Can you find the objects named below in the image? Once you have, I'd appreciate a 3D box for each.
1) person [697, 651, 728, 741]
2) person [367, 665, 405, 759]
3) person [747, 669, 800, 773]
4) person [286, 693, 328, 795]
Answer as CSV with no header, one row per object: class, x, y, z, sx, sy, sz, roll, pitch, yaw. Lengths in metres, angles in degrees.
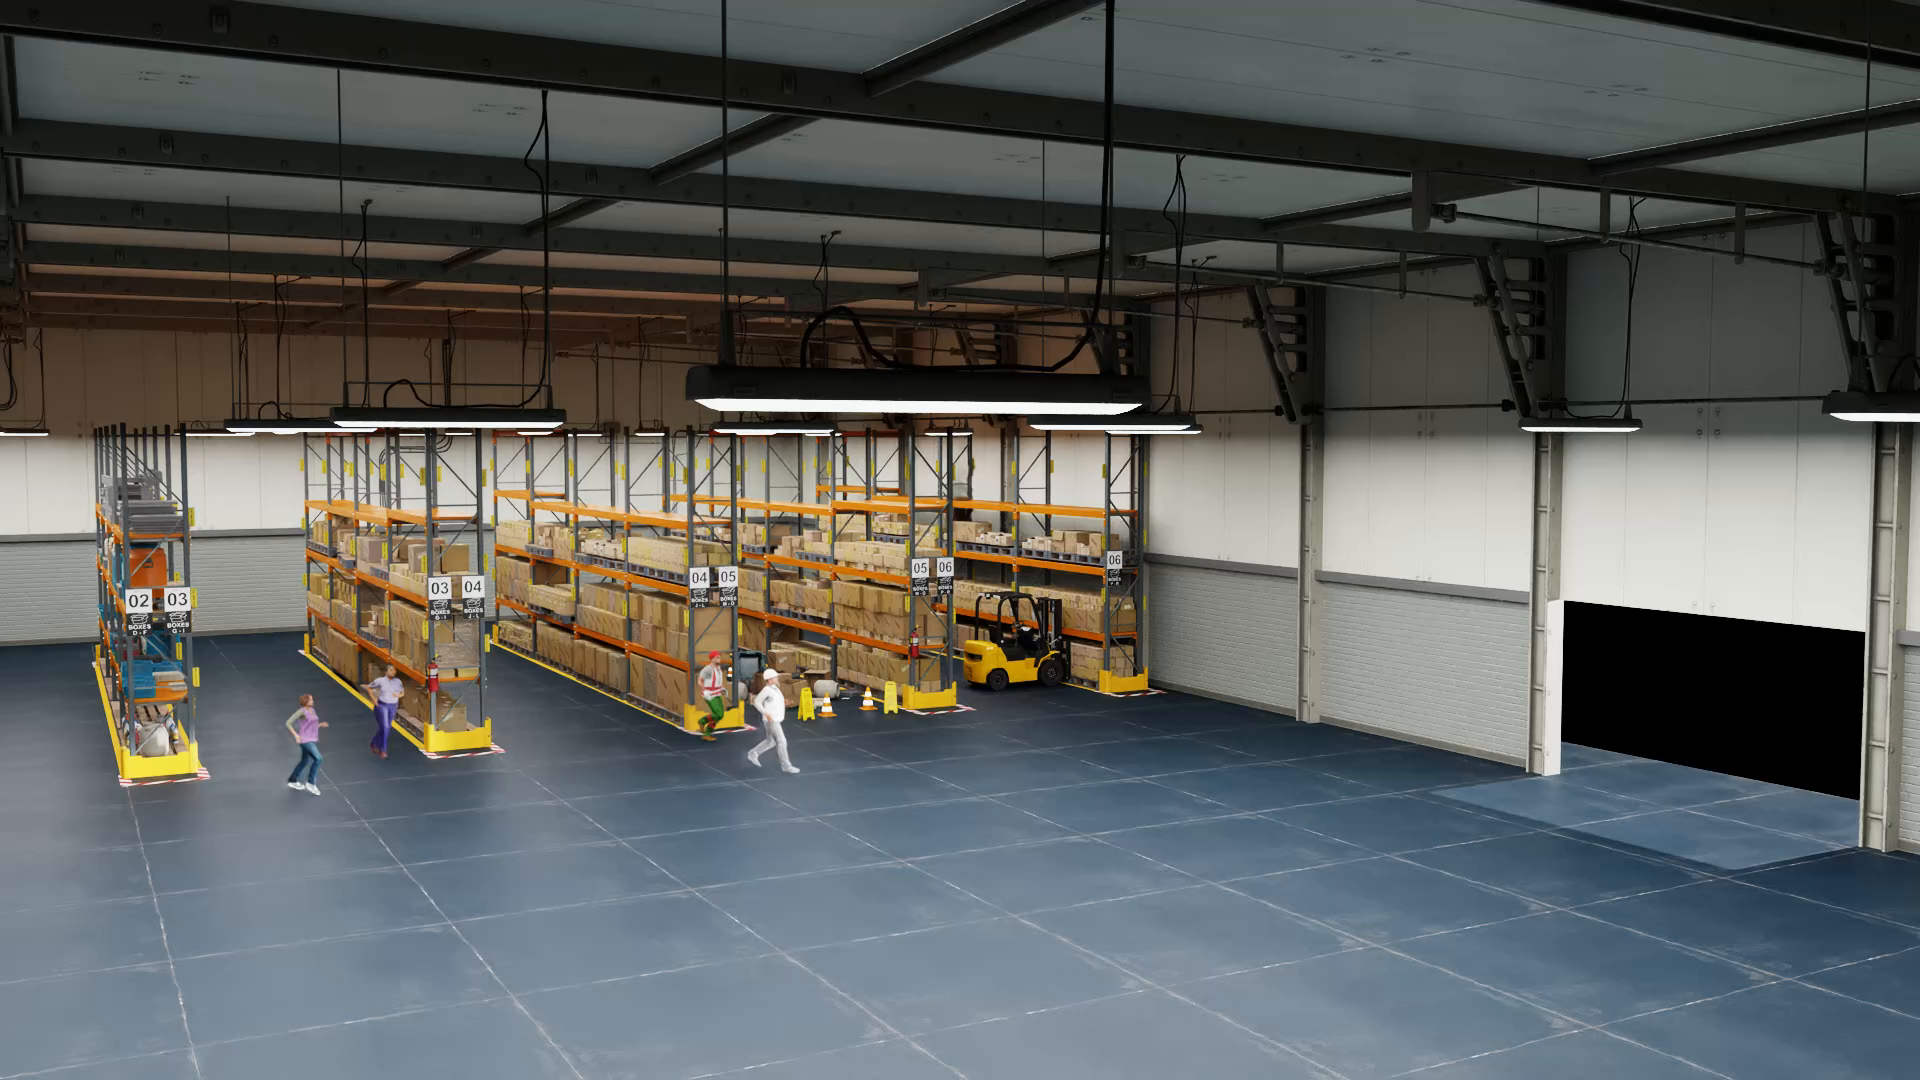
person,-4.696,2.953,31.604,0.566,1.713,0.623,1,4,20
person,-10.411,3.111,30.190,0.751,1.677,0.600,3,5,40
person,-3.210,3.087,28.497,0.970,1.758,0.656,0,3,7
person,-10.545,3.293,26.868,0.706,1.637,0.505,0,3,0
